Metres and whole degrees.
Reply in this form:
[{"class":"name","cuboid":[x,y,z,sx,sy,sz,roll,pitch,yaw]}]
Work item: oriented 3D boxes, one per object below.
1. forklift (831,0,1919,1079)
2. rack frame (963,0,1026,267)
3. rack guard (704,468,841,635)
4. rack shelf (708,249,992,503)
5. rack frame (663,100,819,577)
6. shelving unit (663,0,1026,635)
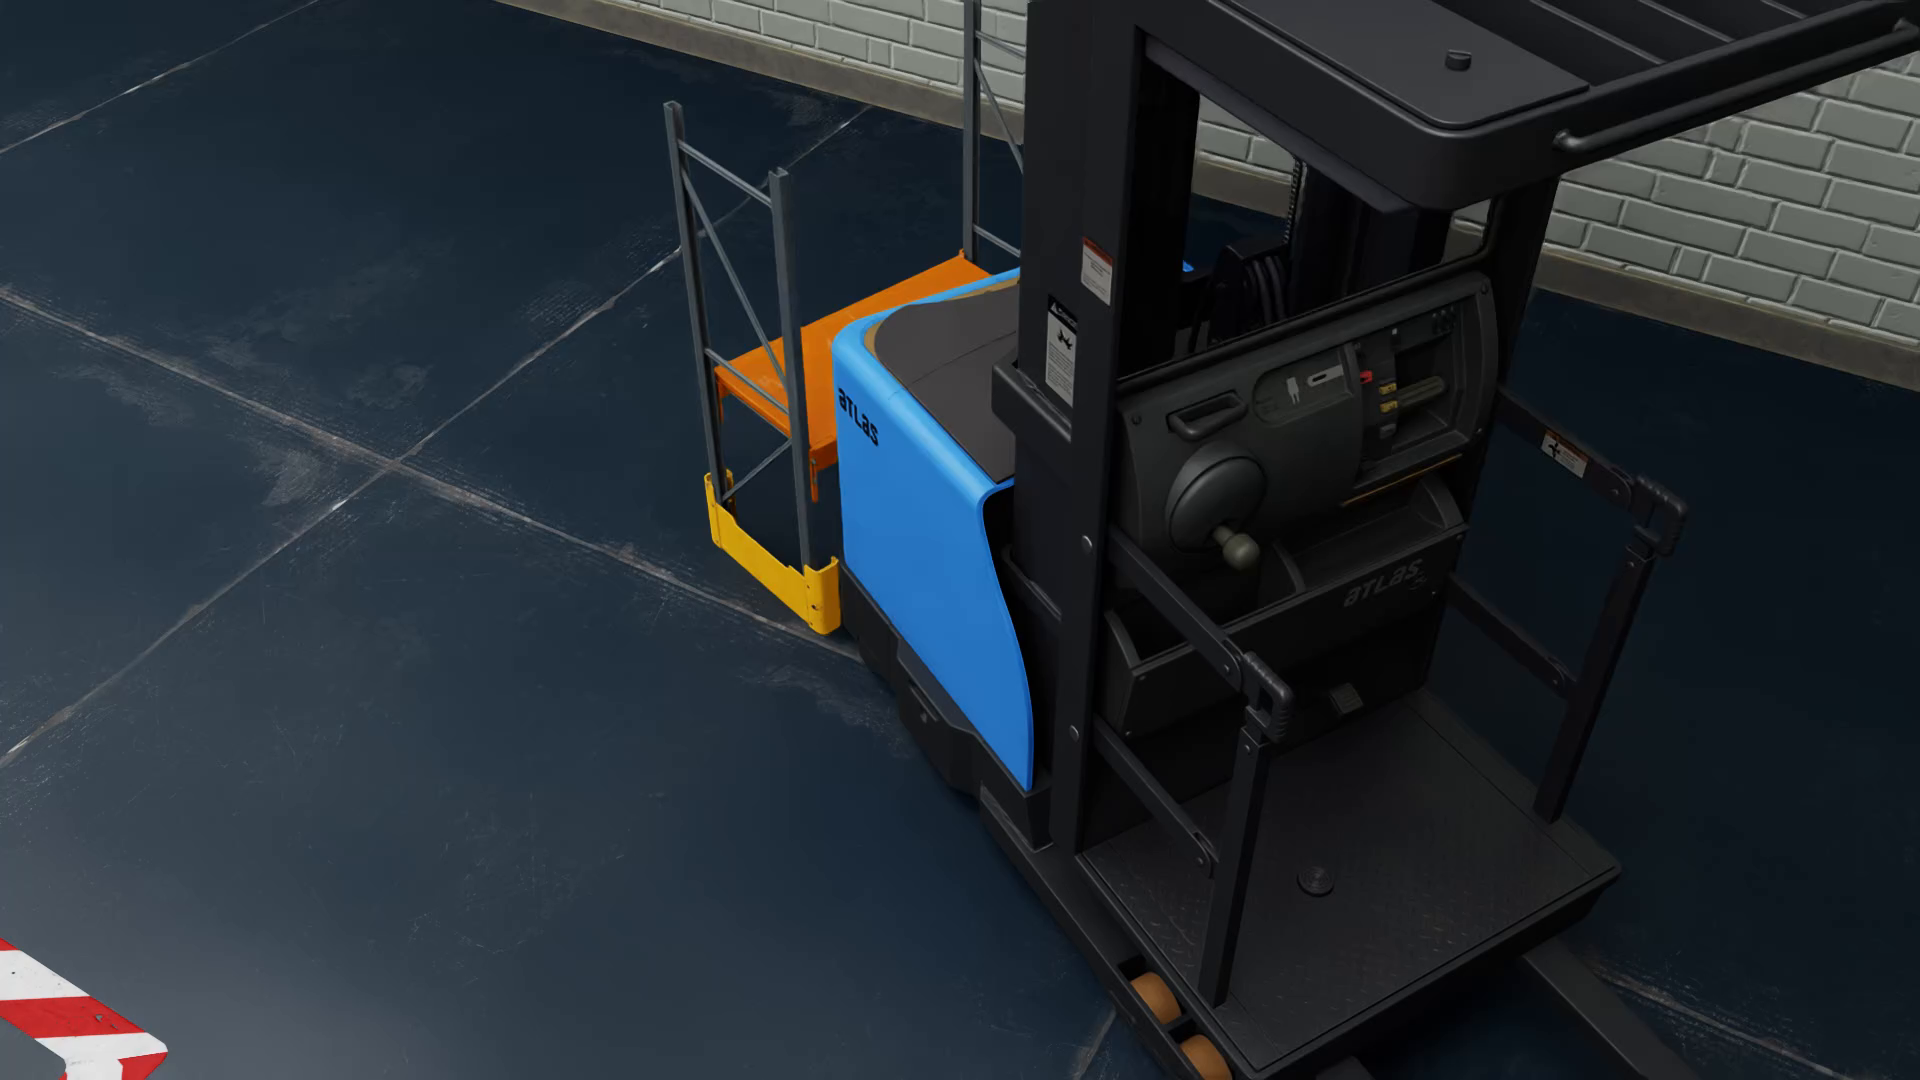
[{"class":"forklift","cuboid":[0.834,-0.161,3.215,1.130,2.935,3.031,-21,46,-22]},{"class":"rack frame","cuboid":[0.185,-0.872,5.105,0.032,1.500,0.500,-30,49,-29]},{"class":"rack guard","cuboid":[-0.569,0.029,5.028,0.087,0.250,0.587,-30,49,-29]},{"class":"rack shelf","cuboid":[-0.199,-0.517,4.974,1.000,0.185,0.538,-30,49,-29]},{"class":"rack frame","cuboid":[-0.583,-0.432,4.606,0.032,1.500,0.500,-30,49,-29]},{"class":"shelving unit","cuboid":[-0.192,-0.656,4.860,1.083,1.500,0.587,-30,49,-29]}]
